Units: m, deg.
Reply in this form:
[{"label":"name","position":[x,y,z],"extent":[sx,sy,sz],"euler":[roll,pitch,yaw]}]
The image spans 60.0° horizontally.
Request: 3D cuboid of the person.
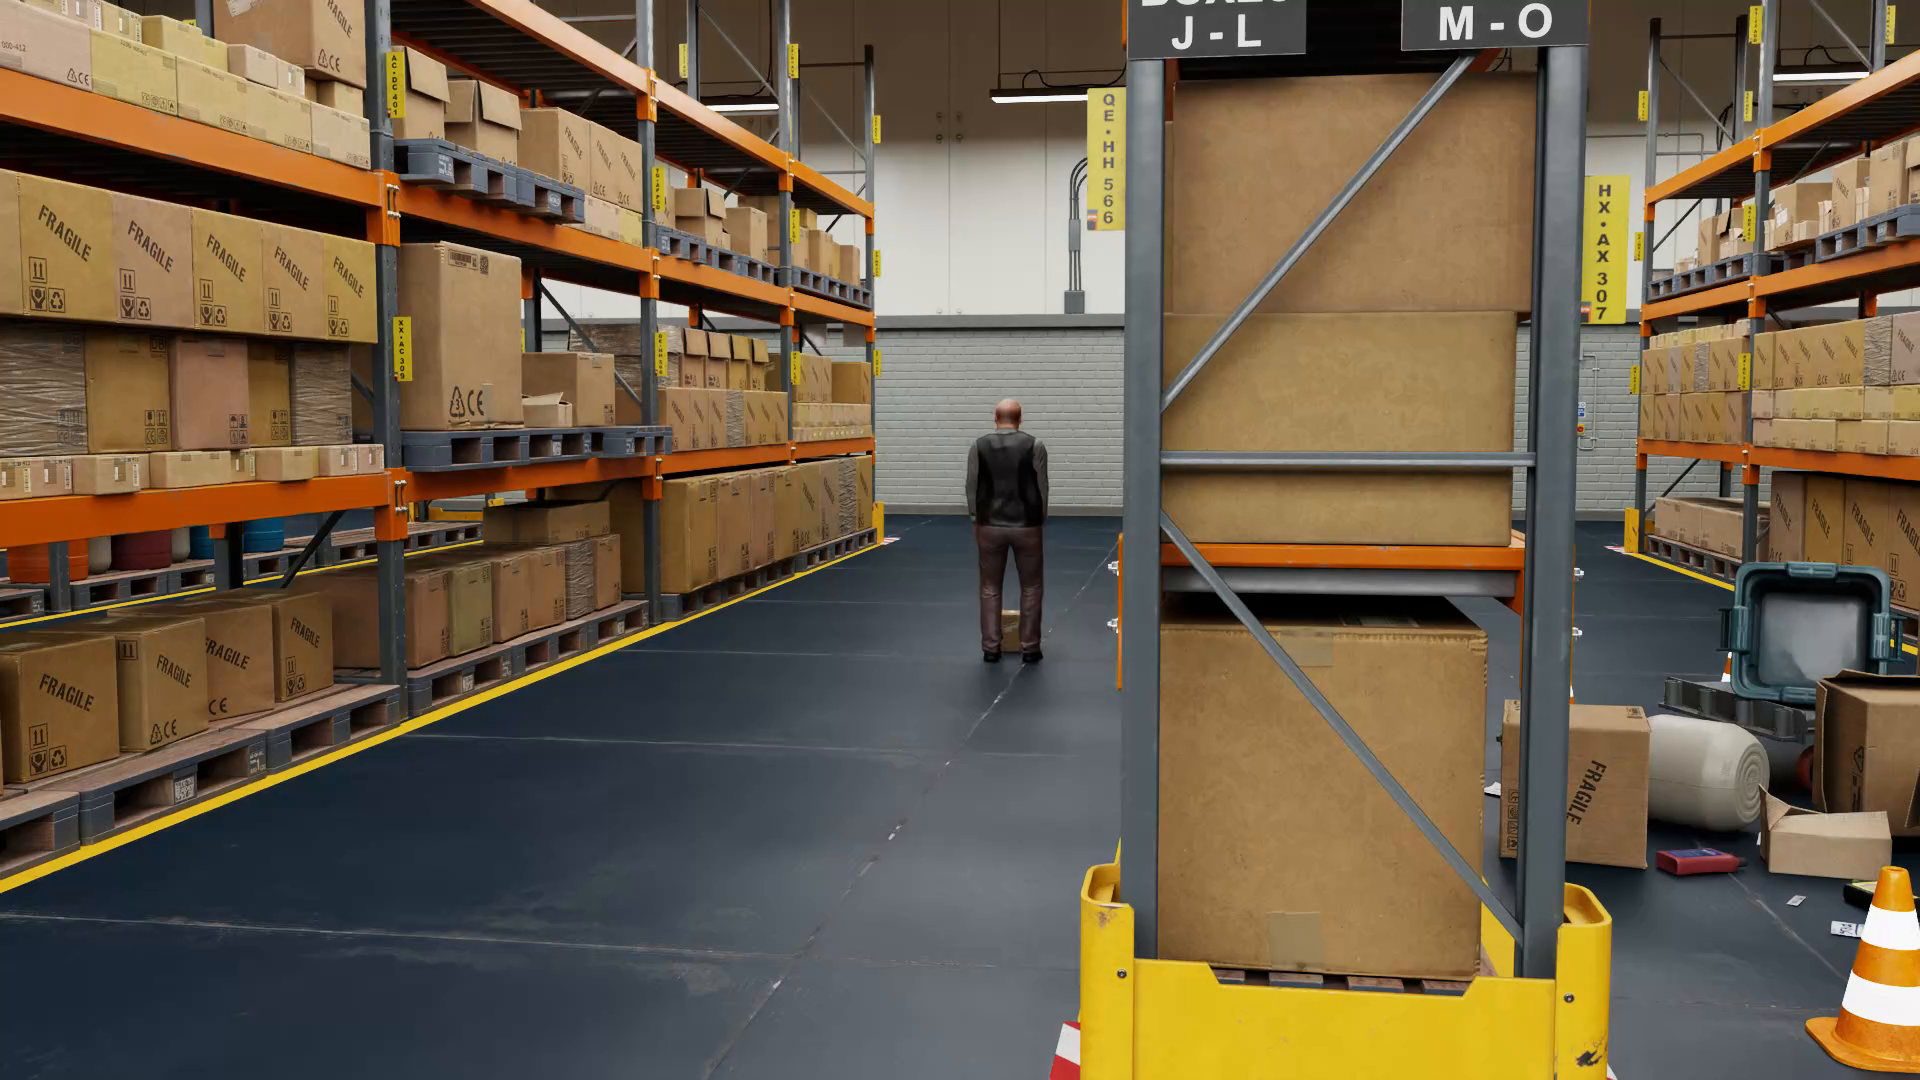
[{"label":"person","position":[0.304,-0.060,10.783],"extent":[0.546,1.697,0.385],"euler":[1,4,10]}]
